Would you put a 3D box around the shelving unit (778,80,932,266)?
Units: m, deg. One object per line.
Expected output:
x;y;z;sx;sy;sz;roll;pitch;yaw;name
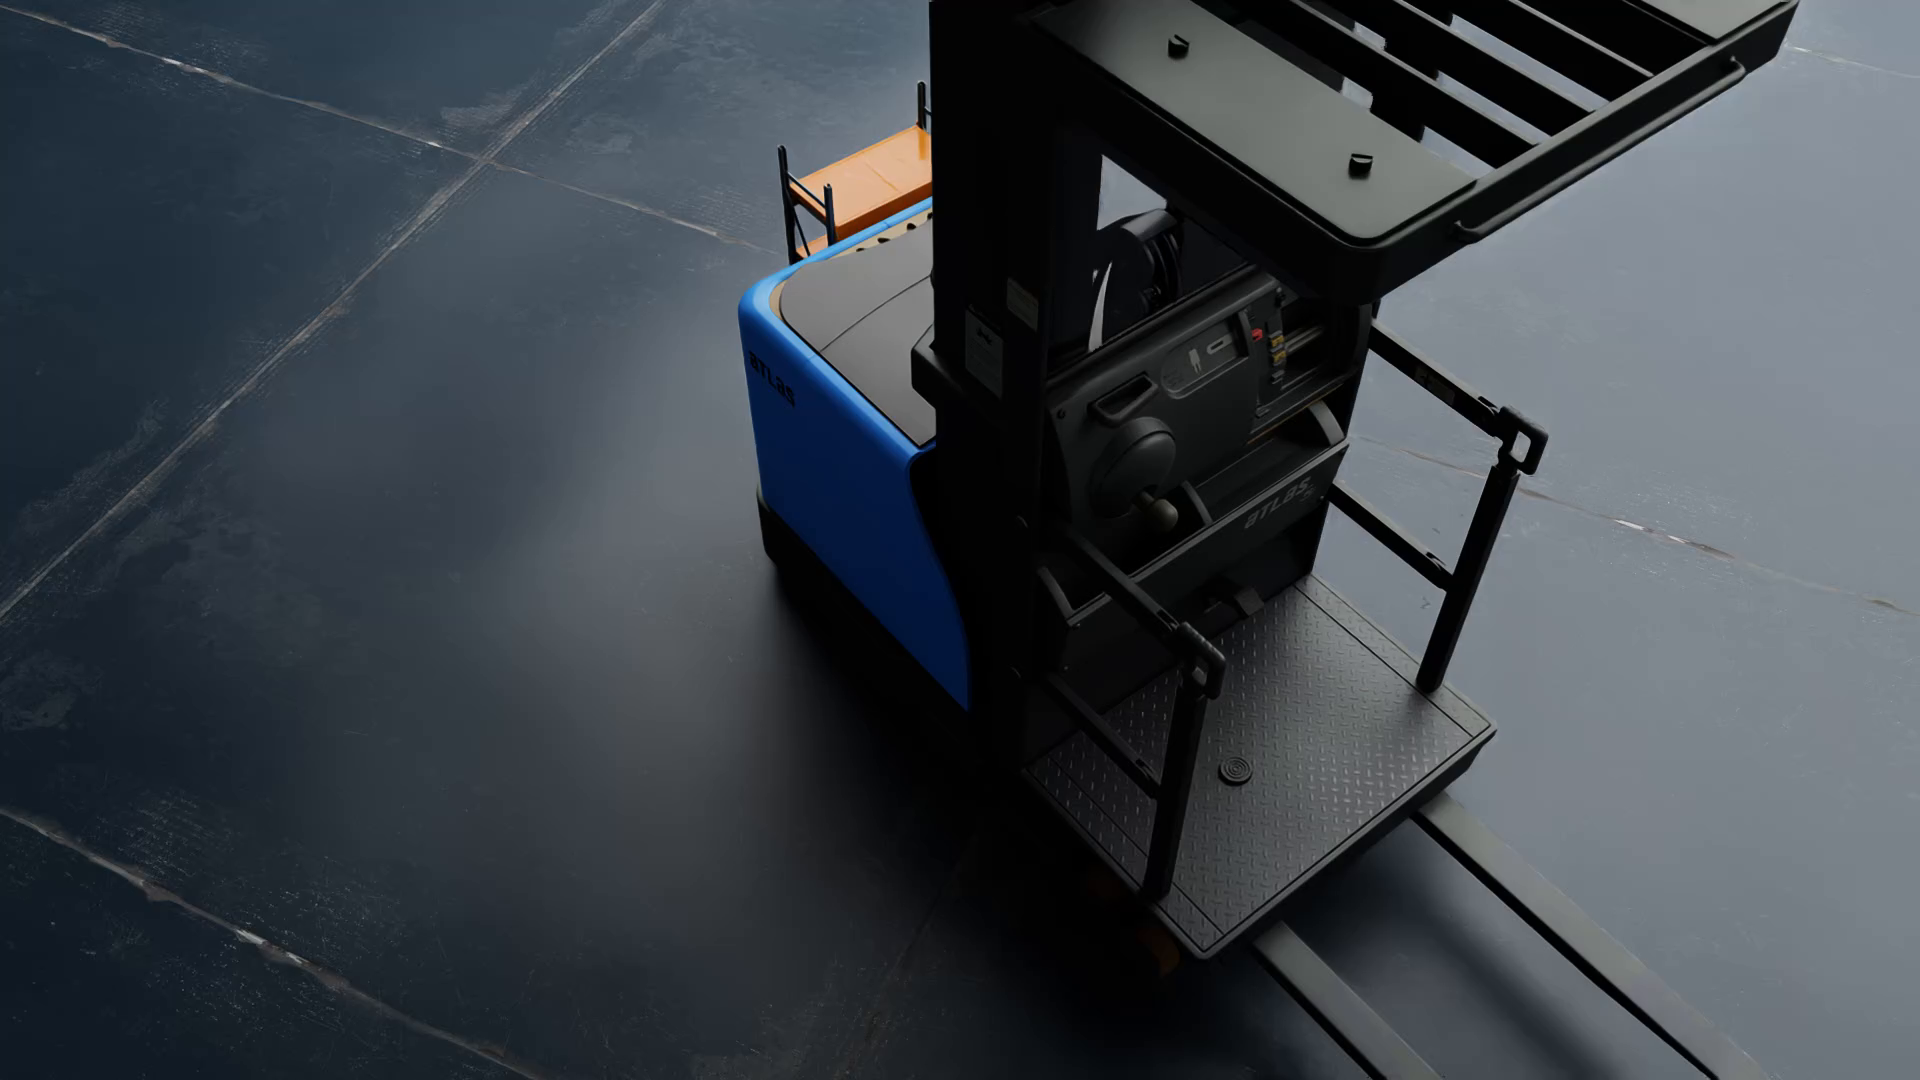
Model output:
-0.234;-0.749;5.099;0.503;1.200;0.258;-31;56;-24;shelving unit

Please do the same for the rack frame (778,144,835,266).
-0.425;-0.633;5.001;0.015;1.200;0.240;-31;56;-24;rack frame

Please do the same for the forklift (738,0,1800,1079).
0.701;-0.258;3.545;1.130;2.935;3.031;-31;56;-24;forklift

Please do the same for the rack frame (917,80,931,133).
-0.043;-0.865;5.198;0.015;1.200;0.240;-31;56;-24;rack frame

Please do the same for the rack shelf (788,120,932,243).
-0.234;-1.004;4.800;0.480;0.148;0.258;-31;56;-24;rack shelf

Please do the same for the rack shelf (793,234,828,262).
-0.234;-0.850;4.980;0.480;0.148;0.258;-31;56;-24;rack shelf
